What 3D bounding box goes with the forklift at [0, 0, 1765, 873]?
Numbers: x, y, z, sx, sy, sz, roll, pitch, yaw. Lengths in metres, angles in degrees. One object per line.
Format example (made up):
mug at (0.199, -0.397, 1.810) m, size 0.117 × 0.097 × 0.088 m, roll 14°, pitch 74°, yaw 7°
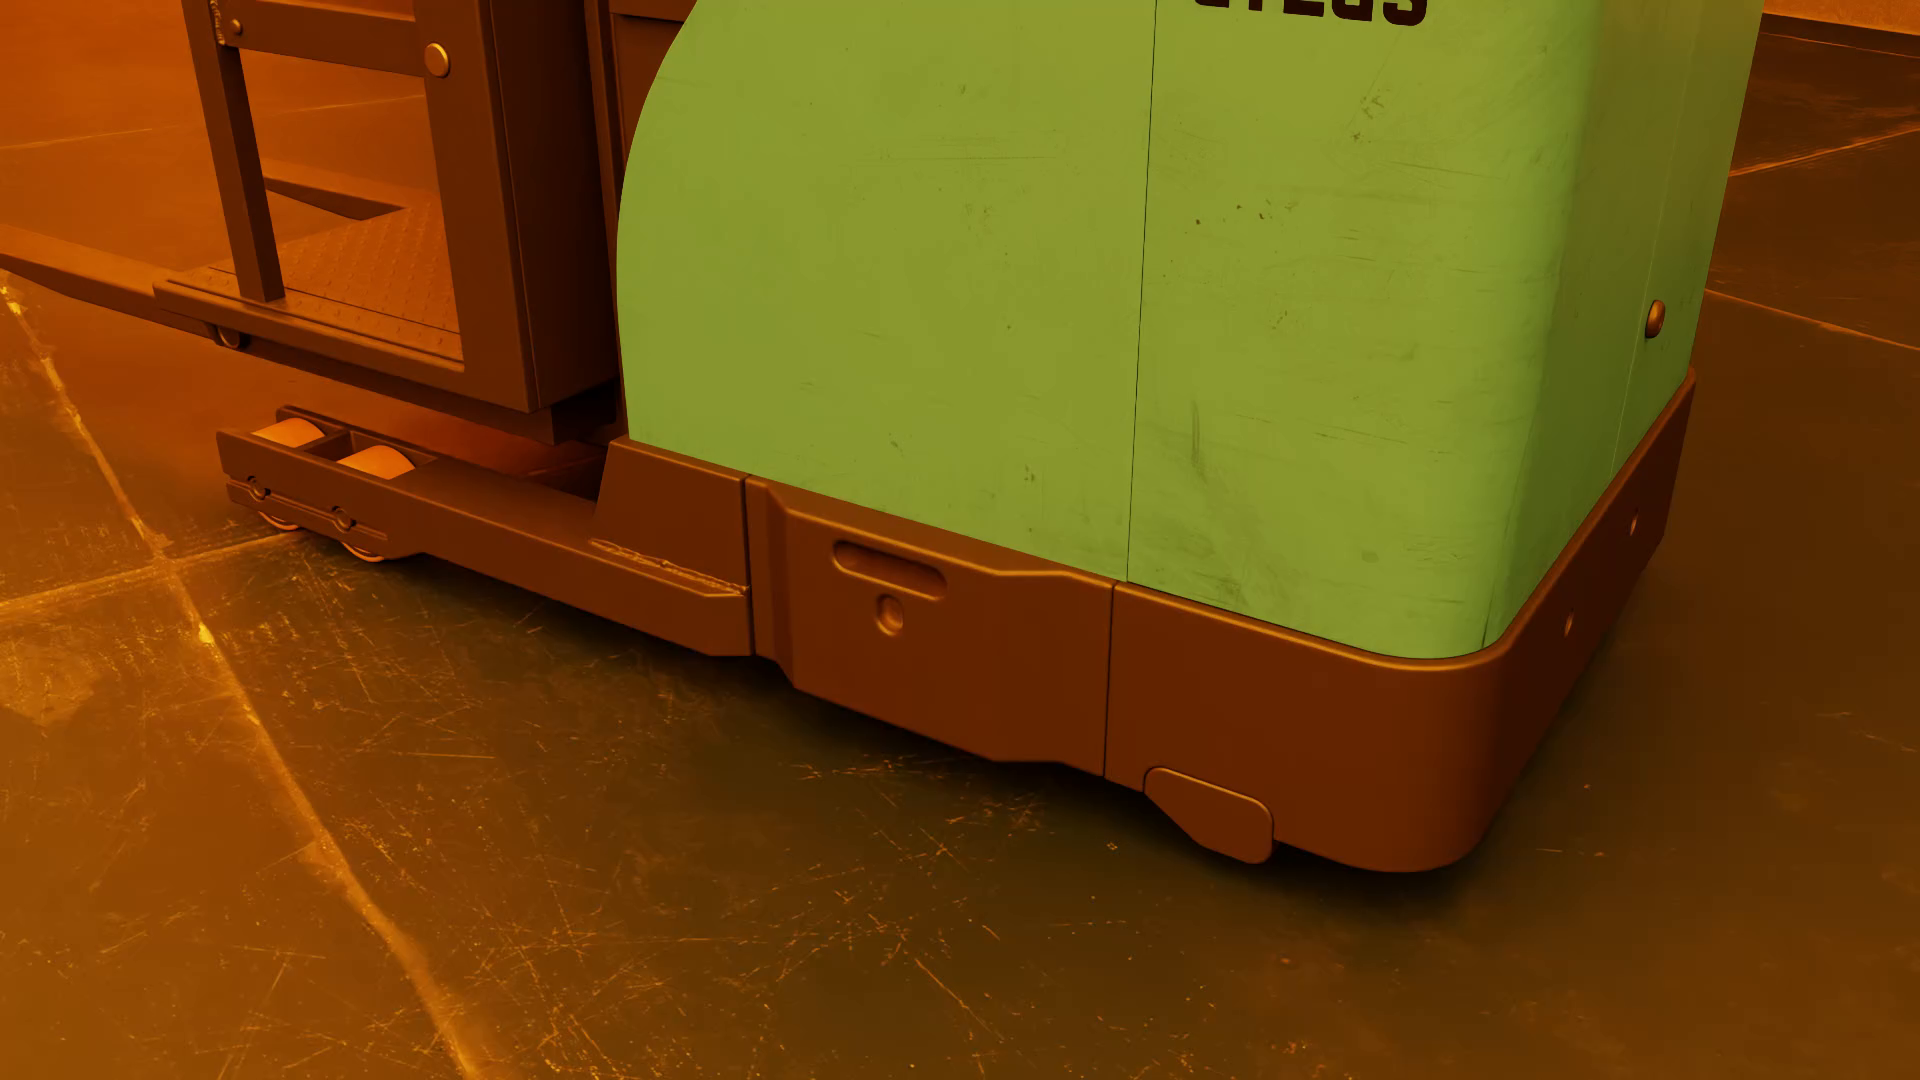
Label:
forklift at (-0.511, -1.459, 2.139) m, size 3.031 × 2.935 × 1.130 m, roll 16°, pitch 31°, yaw 29°
